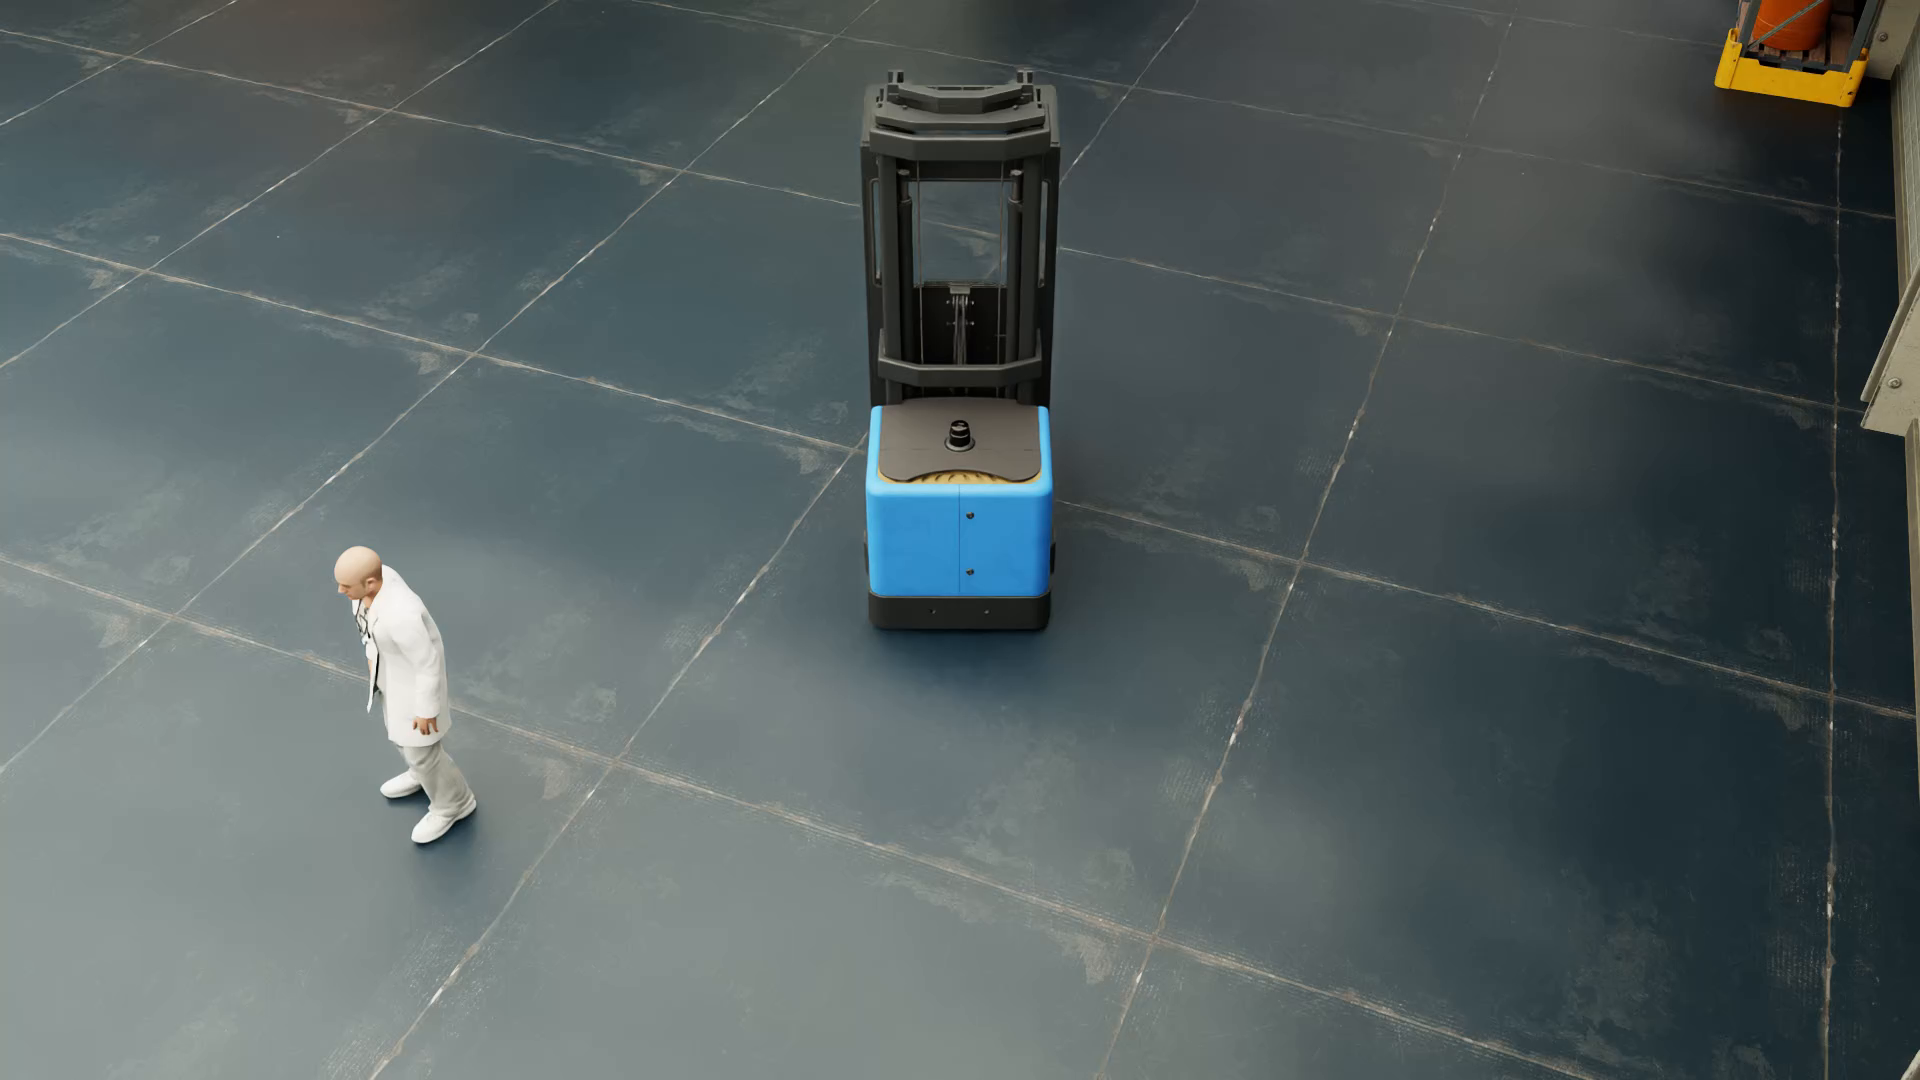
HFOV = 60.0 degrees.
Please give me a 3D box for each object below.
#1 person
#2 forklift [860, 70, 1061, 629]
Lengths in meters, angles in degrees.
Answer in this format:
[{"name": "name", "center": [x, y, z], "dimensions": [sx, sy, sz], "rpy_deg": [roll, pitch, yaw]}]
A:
[{"name": "person", "center": [-2.703, 0.700, 8.073], "dimensions": [0.433, 1.773, 0.643], "rpy_deg": [-27, 47, -29]}, {"name": "forklift", "center": [0.003, -1.531, 9.835], "dimensions": [1.130, 2.935, 3.031], "rpy_deg": [0, 40, 0]}]
